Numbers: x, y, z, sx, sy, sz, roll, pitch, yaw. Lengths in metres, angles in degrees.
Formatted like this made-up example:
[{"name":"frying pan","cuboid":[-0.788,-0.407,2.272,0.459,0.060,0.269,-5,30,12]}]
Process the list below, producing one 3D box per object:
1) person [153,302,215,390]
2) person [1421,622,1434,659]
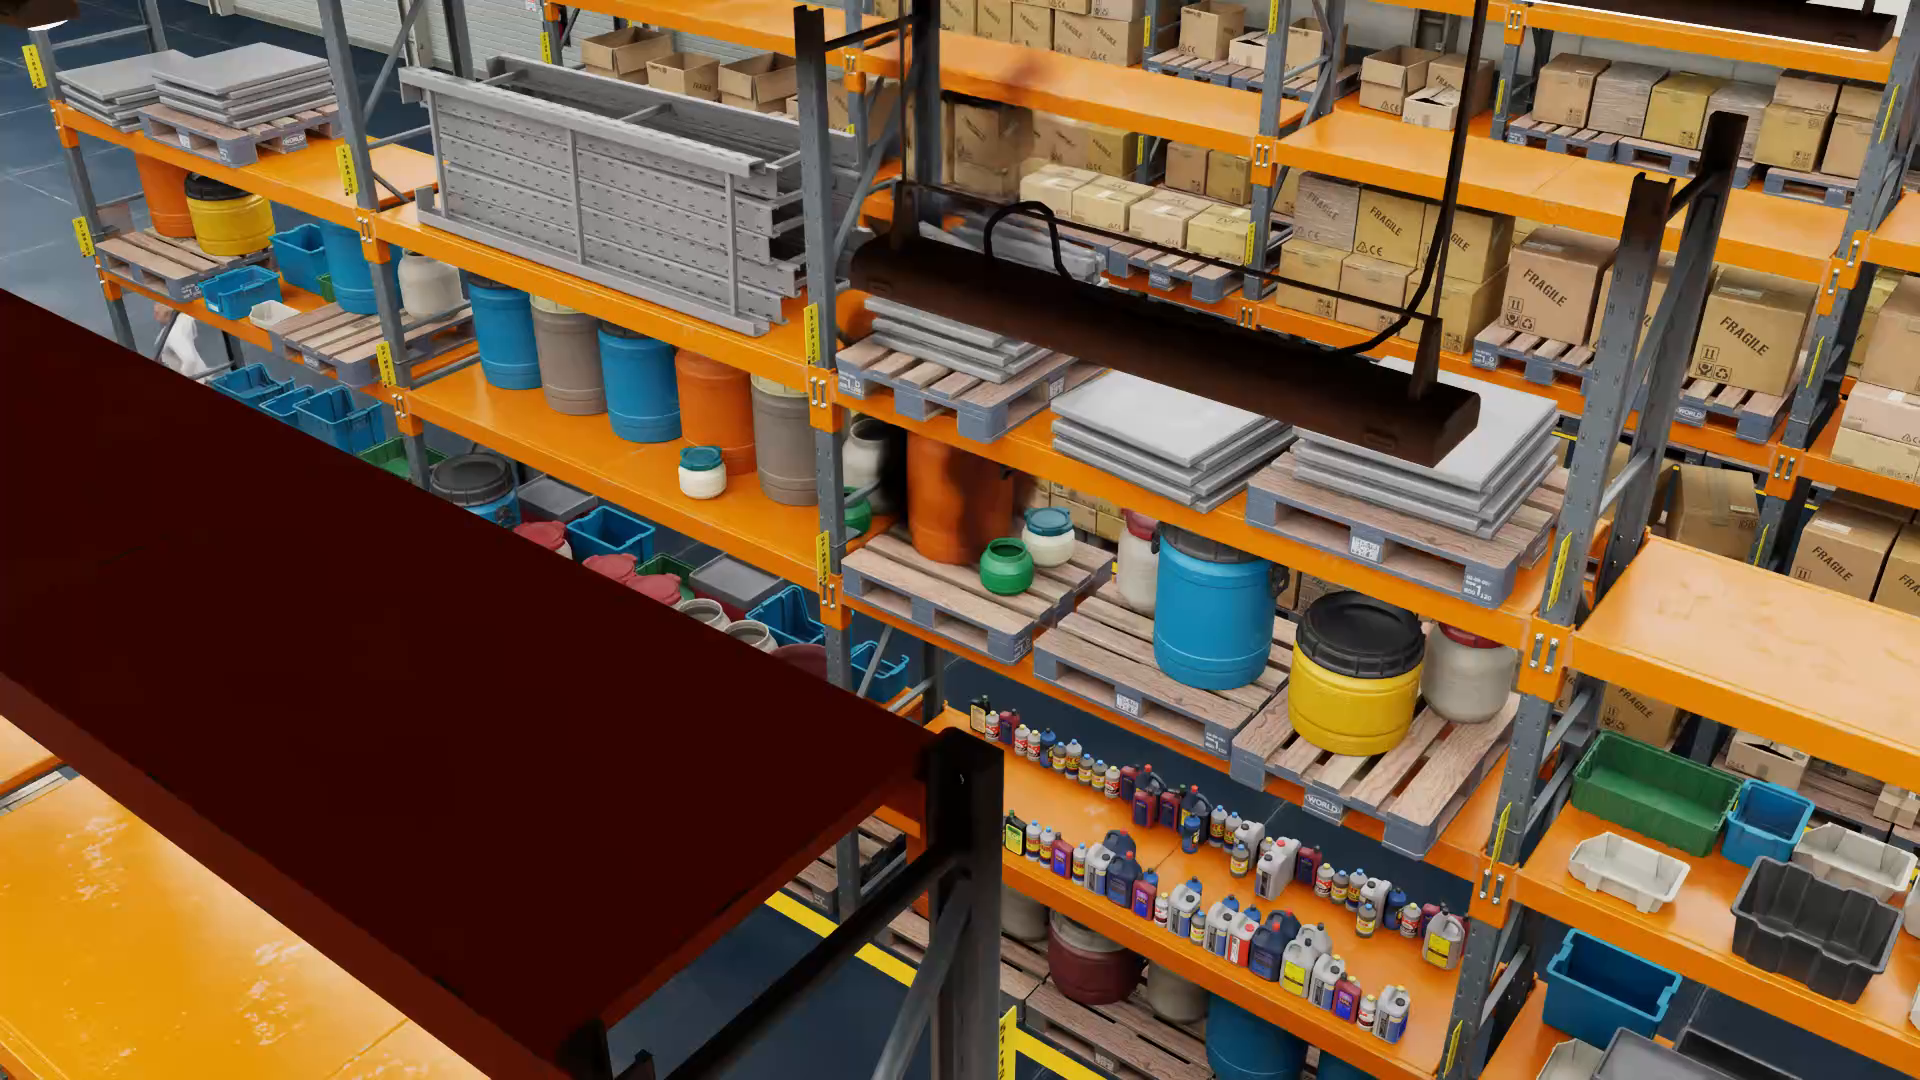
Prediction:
[{"name":"person","cuboid":[-7.454,-1.517,16.053,0.930,1.789,0.770,-3,32,-5]},{"name":"person","cuboid":[3.070,1.281,11.484,0.960,1.716,0.652,17,35,26]}]
